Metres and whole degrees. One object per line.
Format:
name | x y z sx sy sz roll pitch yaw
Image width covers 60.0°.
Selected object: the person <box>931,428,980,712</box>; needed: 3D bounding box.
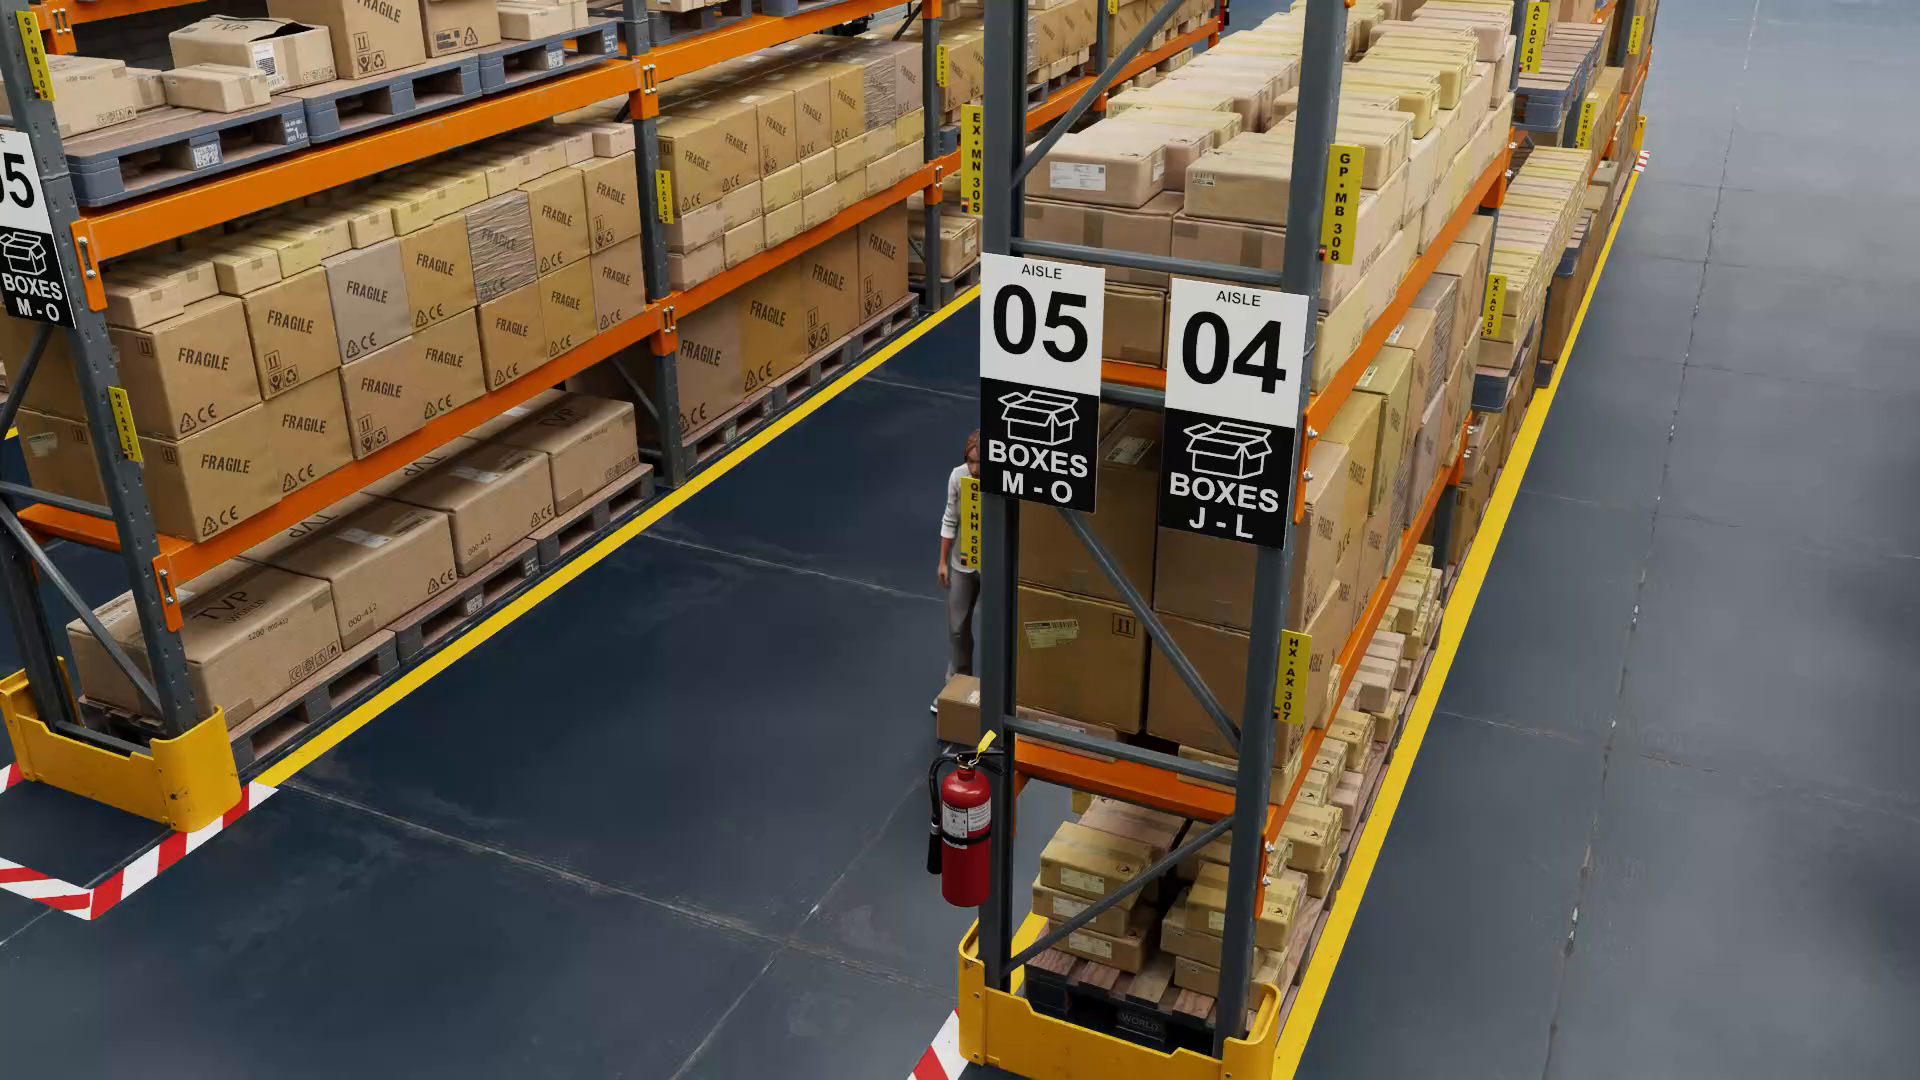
person | 0.114 0.162 8.302 0.476 1.592 0.349 10 28 20
